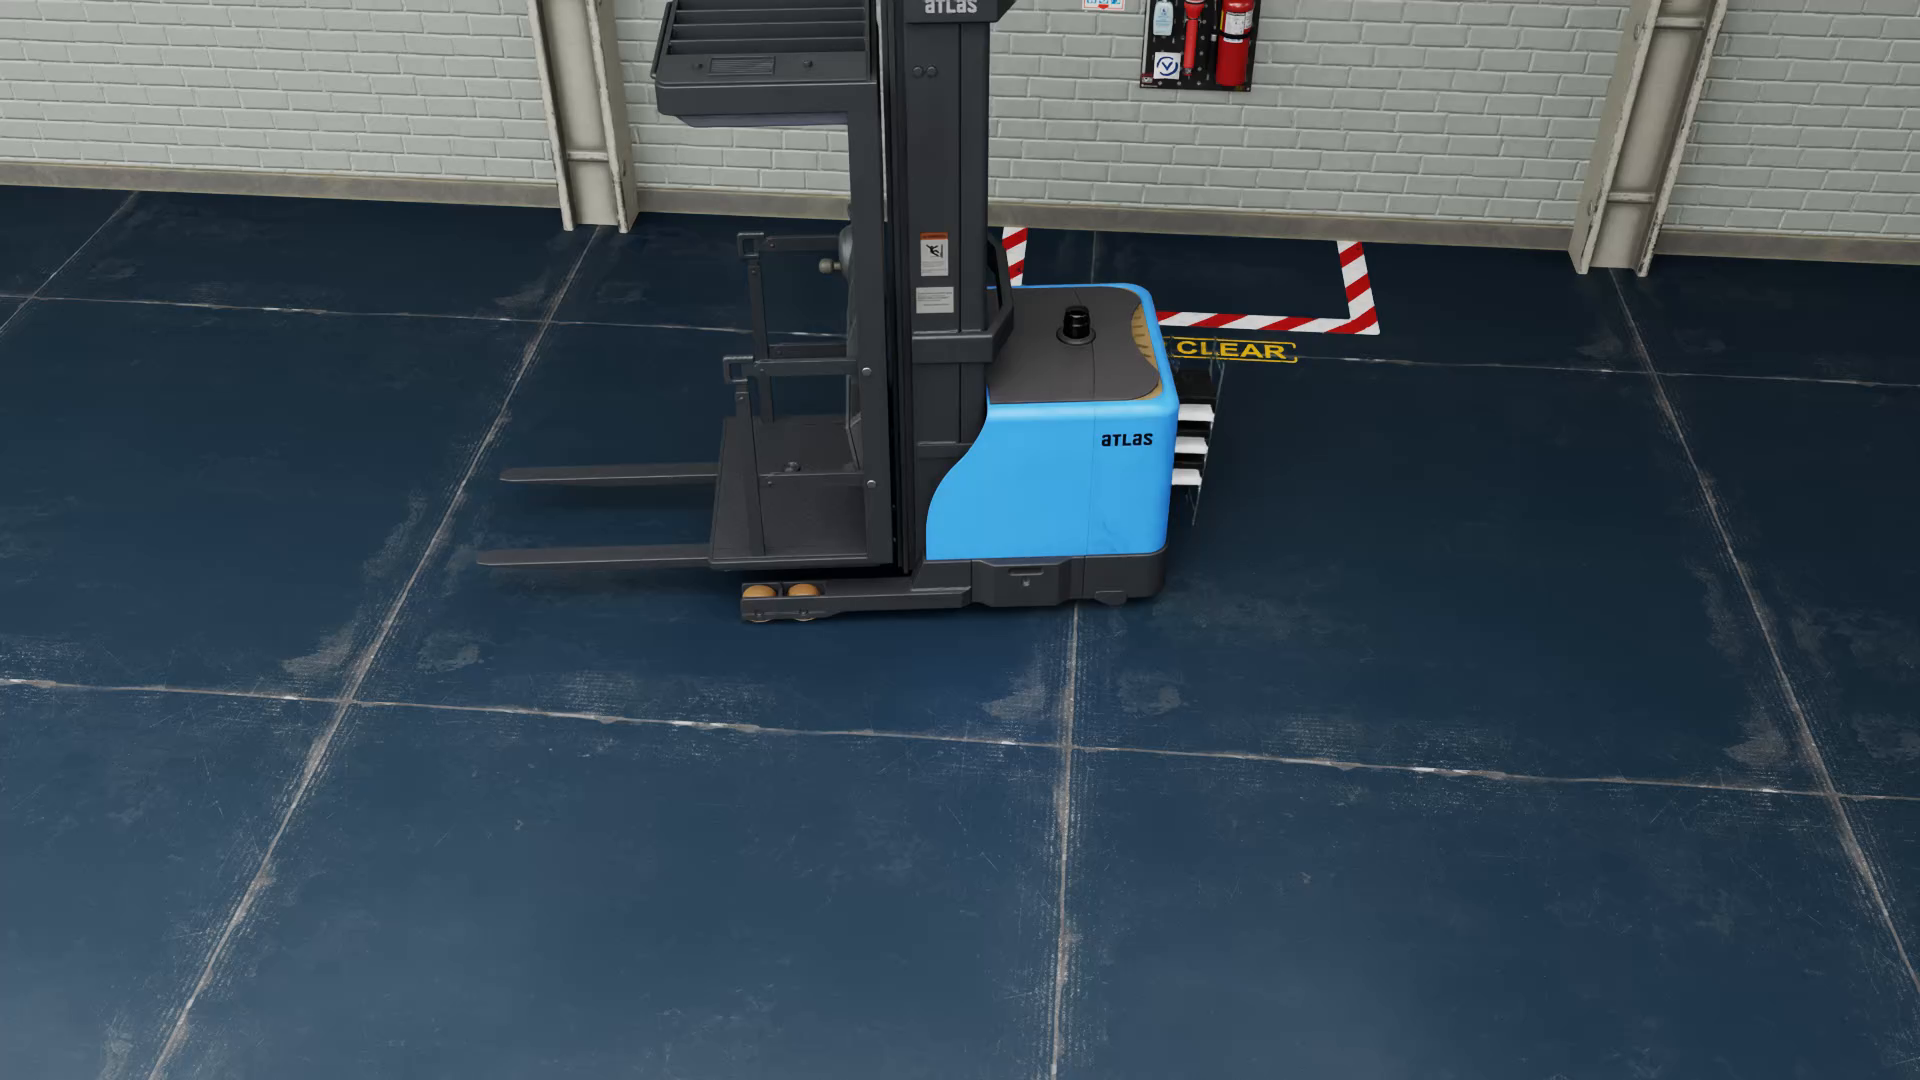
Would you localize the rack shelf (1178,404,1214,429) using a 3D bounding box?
[{"bbox_3d":[1.031,-0.611,7.546,0.200,0.077,0.258,1,39,-4],"label":"rack shelf"}]

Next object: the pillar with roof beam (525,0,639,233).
[{"bbox_3d":[-2.555,-2.742,3.990,0.400,9.000,9.100,3,39,4],"label":"pillar with roof beam"}]

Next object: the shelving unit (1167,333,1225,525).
[{"bbox_3d":[1.021,-0.497,7.638,0.210,0.900,0.258,1,39,-4],"label":"shelving unit"}]

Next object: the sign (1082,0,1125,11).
[{"bbox_3d":[0.793,-3.063,9.109,0.234,0.329,0.001,3,39,4],"label":"sign"}]

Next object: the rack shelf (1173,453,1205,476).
[{"bbox_3d":[1.013,-0.402,7.716,0.200,0.077,0.258,1,39,-4],"label":"rack shelf"}]

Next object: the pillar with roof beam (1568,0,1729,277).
[{"bbox_3d":[3.422,-2.415,3.588,0.400,9.000,9.100,3,39,4],"label":"pillar with roof beam"}]

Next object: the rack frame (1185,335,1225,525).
[{"bbox_3d":[1.123,-0.495,7.646,0.006,0.900,0.240,1,39,-4],"label":"rack frame"}]

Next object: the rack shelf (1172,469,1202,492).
[{"bbox_3d":[1.007,-0.332,7.772,0.200,0.077,0.258,1,39,-4],"label":"rack shelf"}]

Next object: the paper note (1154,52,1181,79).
[{"bbox_3d":[1.165,-2.666,9.346,0.142,0.148,0.016,3,39,4],"label":"paper note"}]

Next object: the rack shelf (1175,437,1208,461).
[{"bbox_3d":[1.019,-0.471,7.659,0.200,0.077,0.258,1,39,-4],"label":"rack shelf"}]

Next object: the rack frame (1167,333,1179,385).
[{"bbox_3d":[0.920,-0.500,7.631,0.006,0.900,0.240,1,39,-4],"label":"rack frame"}]

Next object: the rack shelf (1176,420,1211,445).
[{"bbox_3d":[1.025,-0.541,7.603,0.200,0.077,0.258,1,39,-4],"label":"rack shelf"}]

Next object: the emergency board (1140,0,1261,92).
[{"bbox_3d":[1.335,-2.954,9.003,0.643,1.169,0.194,3,39,4],"label":"emergency board"}]

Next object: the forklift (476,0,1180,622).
[{"bbox_3d":[-0.622,-1.118,6.802,3.031,2.935,1.130,-2,39,-2],"label":"forklift"}]

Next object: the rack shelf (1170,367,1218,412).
[{"bbox_3d":[1.037,-0.681,7.490,0.200,0.077,0.258,1,39,-4],"label":"rack shelf"}]
